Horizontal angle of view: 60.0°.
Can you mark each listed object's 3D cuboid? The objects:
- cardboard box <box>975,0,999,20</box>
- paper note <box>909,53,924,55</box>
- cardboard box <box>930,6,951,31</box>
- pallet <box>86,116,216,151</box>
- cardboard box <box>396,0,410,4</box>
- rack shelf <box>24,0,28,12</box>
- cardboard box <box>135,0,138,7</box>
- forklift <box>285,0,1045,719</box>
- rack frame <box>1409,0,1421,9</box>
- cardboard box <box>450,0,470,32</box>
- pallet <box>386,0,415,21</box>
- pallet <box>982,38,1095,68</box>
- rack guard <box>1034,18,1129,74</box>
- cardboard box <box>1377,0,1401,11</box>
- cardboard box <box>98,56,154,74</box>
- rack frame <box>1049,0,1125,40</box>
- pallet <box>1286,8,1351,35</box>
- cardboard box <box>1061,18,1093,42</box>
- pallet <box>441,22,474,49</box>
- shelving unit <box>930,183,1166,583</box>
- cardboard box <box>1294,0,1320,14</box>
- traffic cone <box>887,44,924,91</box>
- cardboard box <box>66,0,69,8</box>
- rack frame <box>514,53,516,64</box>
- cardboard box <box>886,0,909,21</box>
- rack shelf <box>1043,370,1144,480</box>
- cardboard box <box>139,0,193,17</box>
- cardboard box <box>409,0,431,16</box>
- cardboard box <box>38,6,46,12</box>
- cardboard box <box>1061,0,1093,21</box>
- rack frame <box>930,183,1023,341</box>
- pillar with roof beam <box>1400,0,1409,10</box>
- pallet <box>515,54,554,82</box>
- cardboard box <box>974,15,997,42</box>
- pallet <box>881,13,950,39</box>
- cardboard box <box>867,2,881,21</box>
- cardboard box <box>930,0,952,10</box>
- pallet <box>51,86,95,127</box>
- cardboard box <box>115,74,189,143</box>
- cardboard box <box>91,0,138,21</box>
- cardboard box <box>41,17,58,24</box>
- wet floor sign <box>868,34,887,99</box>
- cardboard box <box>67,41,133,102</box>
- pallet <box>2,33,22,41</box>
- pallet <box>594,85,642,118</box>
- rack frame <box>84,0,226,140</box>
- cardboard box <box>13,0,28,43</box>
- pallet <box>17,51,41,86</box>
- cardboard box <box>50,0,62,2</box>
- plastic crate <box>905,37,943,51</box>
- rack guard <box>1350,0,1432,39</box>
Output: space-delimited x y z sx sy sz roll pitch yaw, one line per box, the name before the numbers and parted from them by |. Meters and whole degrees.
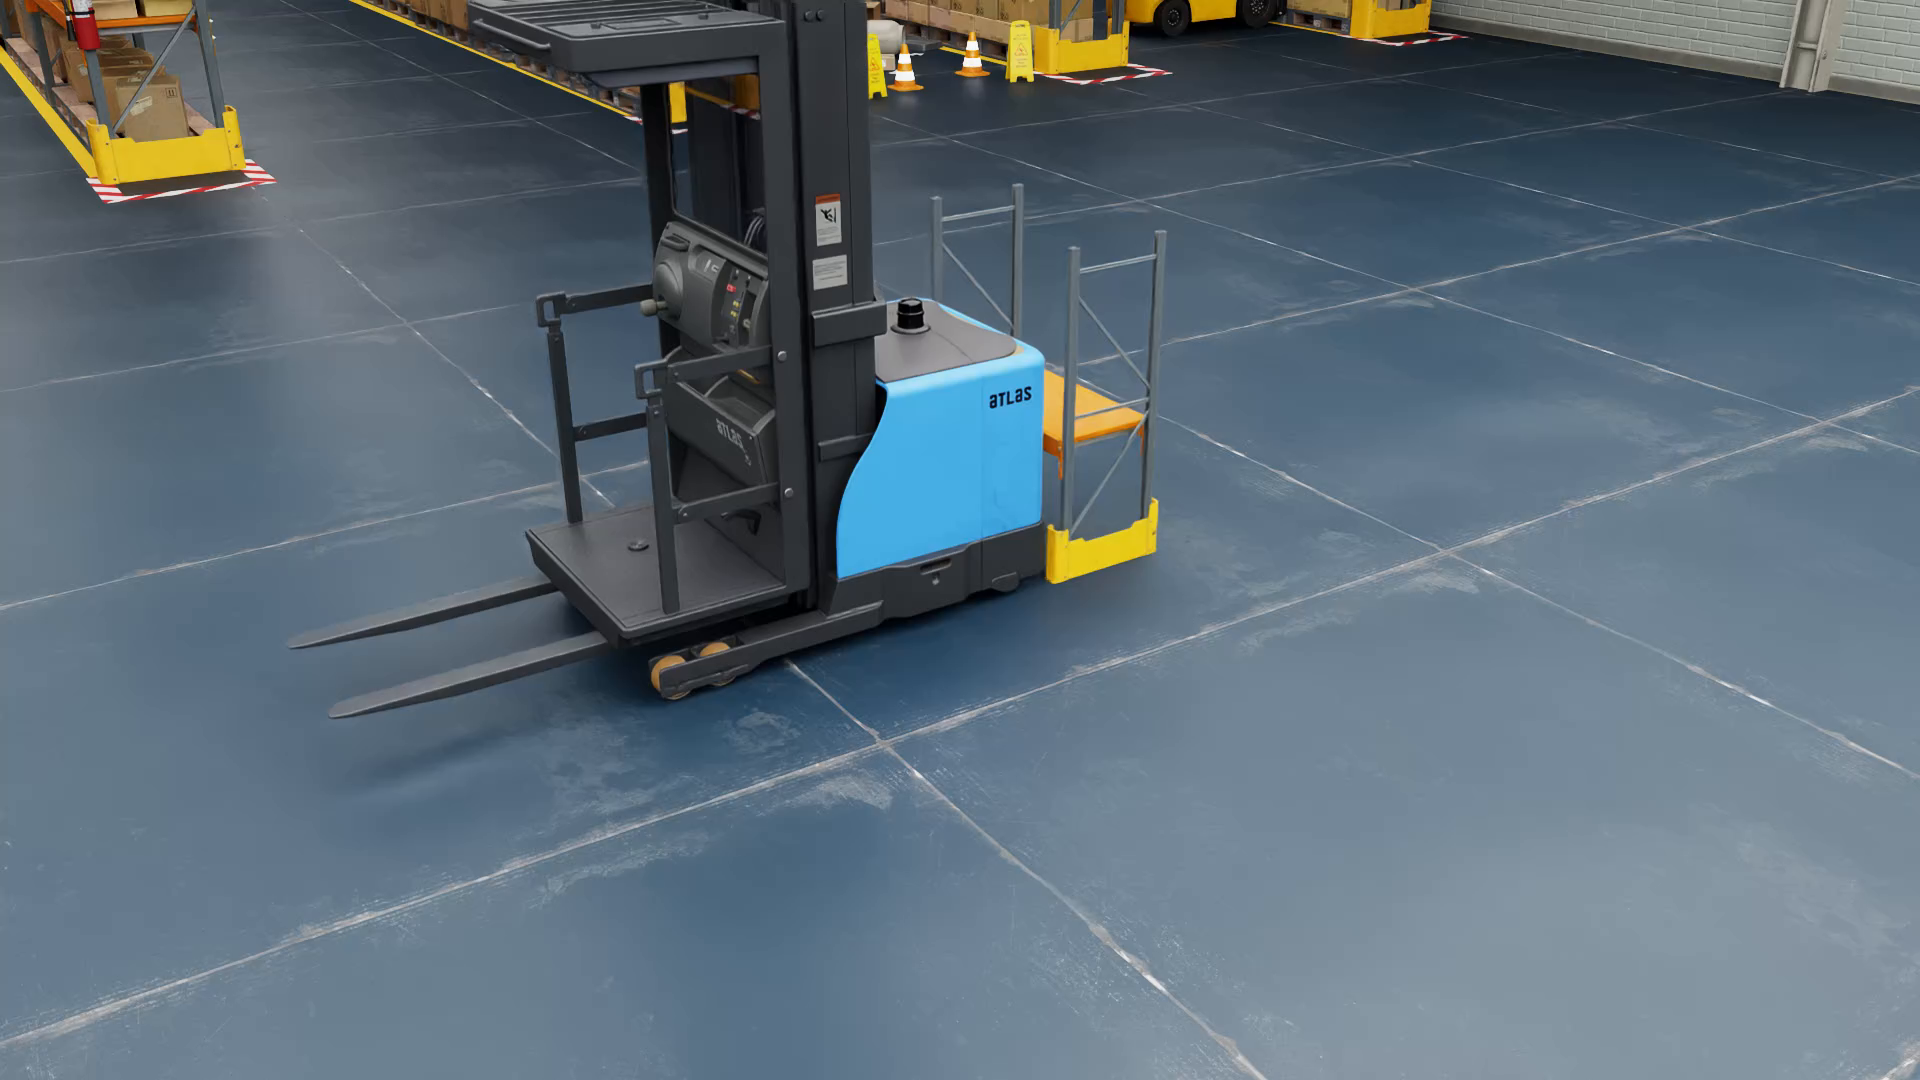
cardboard box | 0.517 -6.547 19.954 0.500 0.500 0.500 -14 29 -28
paper note | -0.533 -5.926 20.266 0.148 0.019 0.142 18 31 33
cardboard box | -0.035 -6.575 20.893 0.500 0.250 0.500 -16 30 -30
pallet | -7.298 -3.605 15.139 1.003 0.211 1.213 -16 29 -30
cardboard box | -7.577 -7.755 23.100 0.500 0.500 0.500 -16 29 -30
rack shelf | -10.118 -6.361 18.553 1.077 0.370 4.000 -16 29 -30
cardboard box | -7.043 -4.770 14.636 0.380 0.149 0.250 -16 29 -30
forklift | -1.146 -0.965 6.361 3.031 2.935 1.130 -16 29 -30
rack frame | 5.617 -8.007 21.198 1.000 3.000 0.127 -16 29 -30
cardboard box | -5.753 -6.810 20.805 1.050 0.750 0.750 -16 29 -30
pallet | -7.424 -7.540 23.474 1.003 0.211 1.213 -16 29 -30
pallet | 1.005 -5.914 20.031 1.003 0.211 1.213 -16 29 -30
rack guard | 1.419 -5.746 19.336 1.175 0.500 0.348 -16 29 -30
cardboard box | 5.513 -7.175 22.164 0.500 0.250 0.500 -15 29 -29
cardboard box | -7.850 -4.261 15.698 0.500 0.500 0.500 -13 28 -25
rack frame | 1.461 -6.849 18.745 1.000 3.000 0.127 -16 29 -30
pallet | 5.165 -7.010 22.352 1.003 0.211 1.213 -16 29 -30
cardboard box | 1.252 -6.149 19.990 0.500 0.250 0.500 -16 30 -30
pallet | -5.970 -6.524 21.324 1.003 0.211 1.213 -16 29 -30
shelving unit | 0.361 -0.745 7.572 0.587 1.500 1.083 -16 30 -31
cardboard box | 4.833 -7.228 22.277 0.500 0.250 0.500 -16 29 -30
traffic cone | -0.599 -5.175 18.170 0.336 0.463 0.334 -16 29 -30
cardboard box | -7.610 -4.740 14.571 0.380 0.149 0.250 -16 29 -30
rack frame | -4.815 -7.090 19.256 1.000 3.000 0.127 -16 29 -30
cardboard box | -0.627 -6.952 21.693 0.500 0.250 0.500 -17 30 -32
rack shelf | 0.366 -0.580 7.642 0.538 0.185 1.000 -16 30 -31
cardboard box | -6.798 -4.584 14.240 0.380 0.149 0.250 -16 29 -30
cardboard box | -6.742 -7.455 22.171 1.050 0.750 0.750 -16 30 -30
cardboard box | -10.198 -5.838 19.016 0.700 0.500 0.500 -13 28 -25
cardboard box | 1.238 -6.496 19.848 0.500 0.500 0.500 -17 30 -31
rack frame | 0.080 -0.922 7.946 0.500 1.500 0.032 -16 30 -31
pillar with roof beam | 2.385 -10.176 18.765 9.100 9.000 0.400 -16 29 -30
pallet | -4.466 -5.539 19.236 1.003 0.211 1.213 -16 29 -30
cardboard box | 0.518 -6.209 20.118 0.500 0.250 0.500 -15 29 -29
pallet | -0.327 -6.787 21.880 1.003 0.211 1.213 -16 29 -30
cardboard box | -1.278 -6.450 20.825 0.500 0.500 0.500 3 25 6
cardboard box | -0.044 -6.917 20.739 0.500 0.500 0.500 -14 29 -27
pallet | -8.630 -4.478 16.987 1.003 0.211 1.213 -16 29 -30
cardboard box | -7.169 -3.827 14.778 0.500 0.500 0.500 -10 27 -20
cardboard box | -7.171 -4.480 14.021 0.380 0.149 0.250 -16 29 -30
cardboard box | -9.588 -5.439 18.170 0.700 0.500 0.500 -16 29 -30
wet floor sign | -0.957 -5.046 17.683 0.267 0.644 0.232 -22 33 -38
cardboard box | -8.522 -4.675 16.575 0.500 0.500 0.500 -6 26 -13
pallet | -11.577 -6.440 21.144 1.003 0.211 1.213 -16 29 -30
pallet | -3.134 -4.666 17.387 1.003 0.211 1.213 -16 29 -30
rack frame | -6.843 -4.540 13.853 1.000 3.000 0.127 -16 29 -30
cardboard box | -10.827 -6.235 19.856 0.700 0.500 0.500 -17 30 -32
pallet | -10.123 -5.424 18.993 1.003 0.211 1.213 -16 29 -30
cardboard box | -8.078 -4.992 15.105 0.380 0.149 0.250 -16 29 -30
plastic crate | -0.553 -6.207 20.805 0.583 0.080 0.402 18 31 33
rack guard | 5.630 -6.868 21.714 1.175 0.500 0.348 -16 29 -30
